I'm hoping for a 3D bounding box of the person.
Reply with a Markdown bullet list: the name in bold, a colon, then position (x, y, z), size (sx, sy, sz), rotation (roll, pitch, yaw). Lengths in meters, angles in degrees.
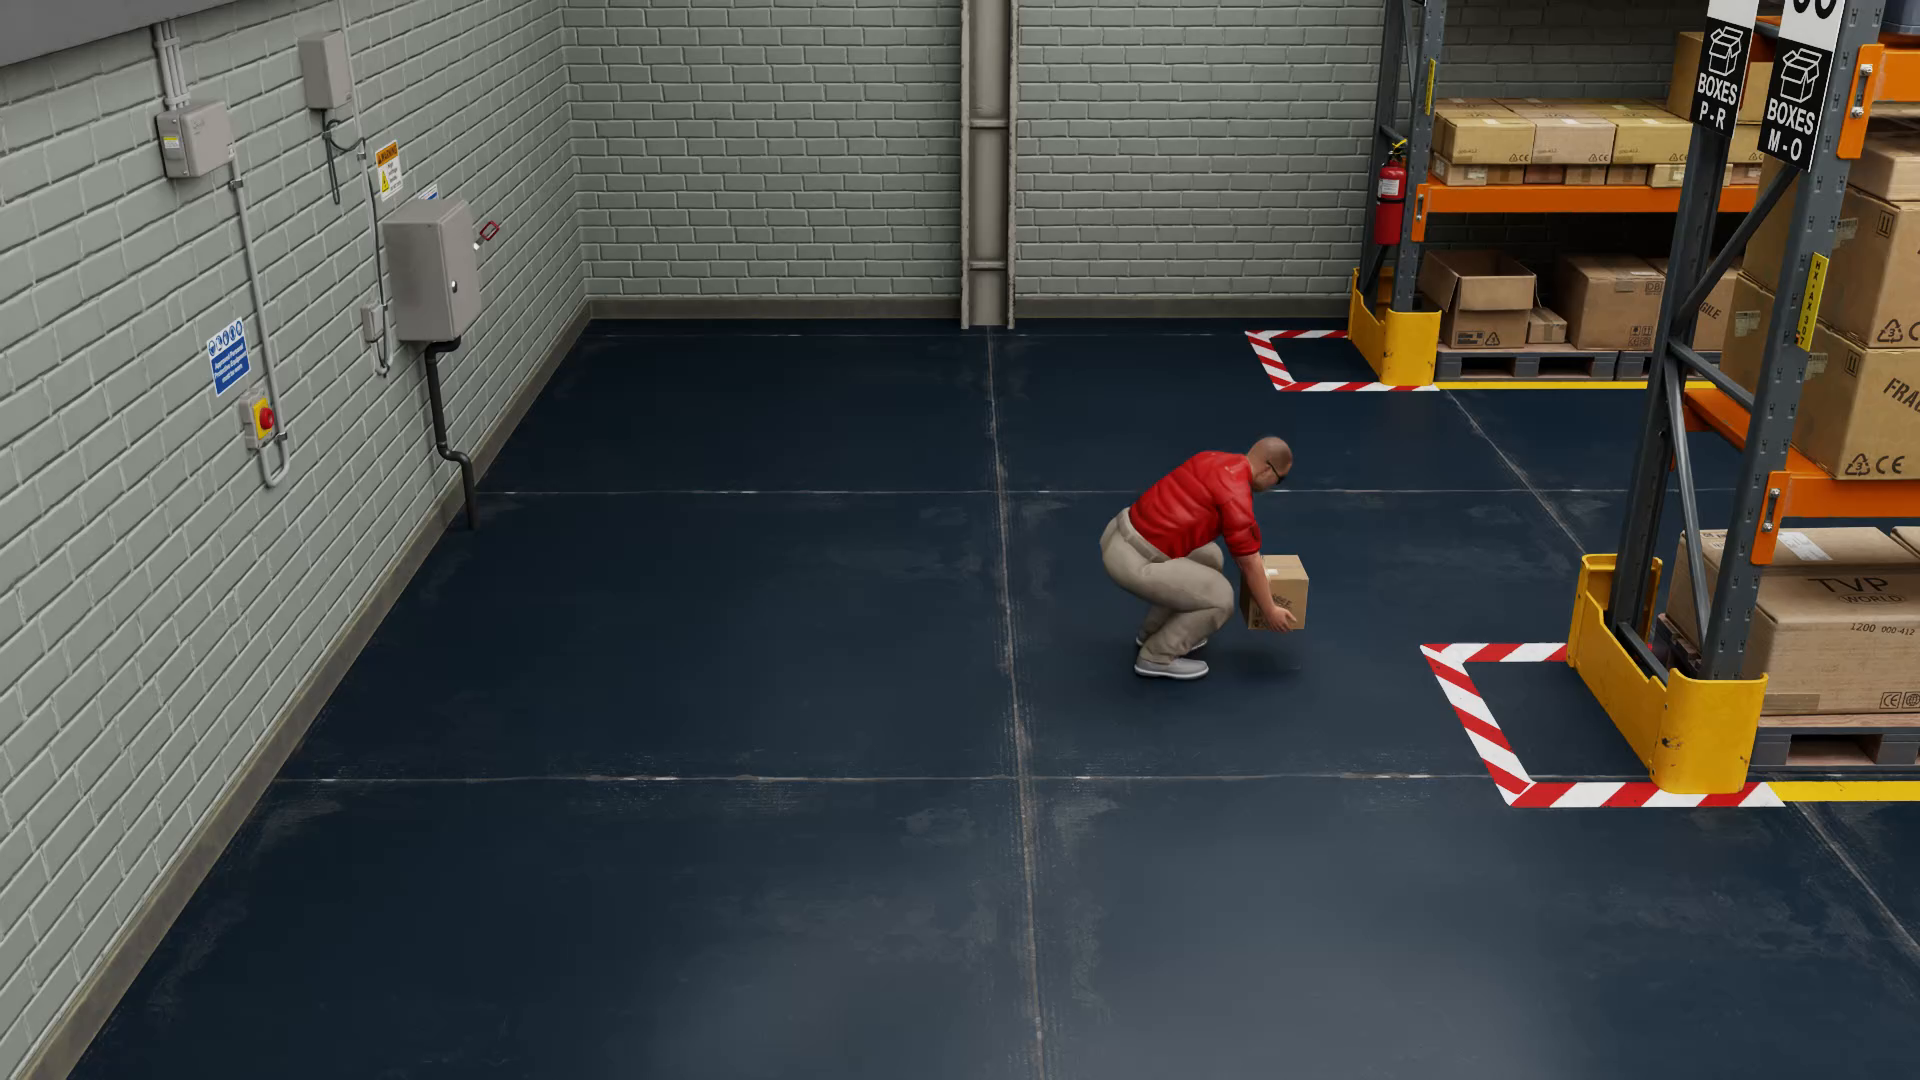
- **person**: position (1.045, 0.049, 7.358), size (0.856, 1.046, 0.573), rotation (0, 24, -1)
